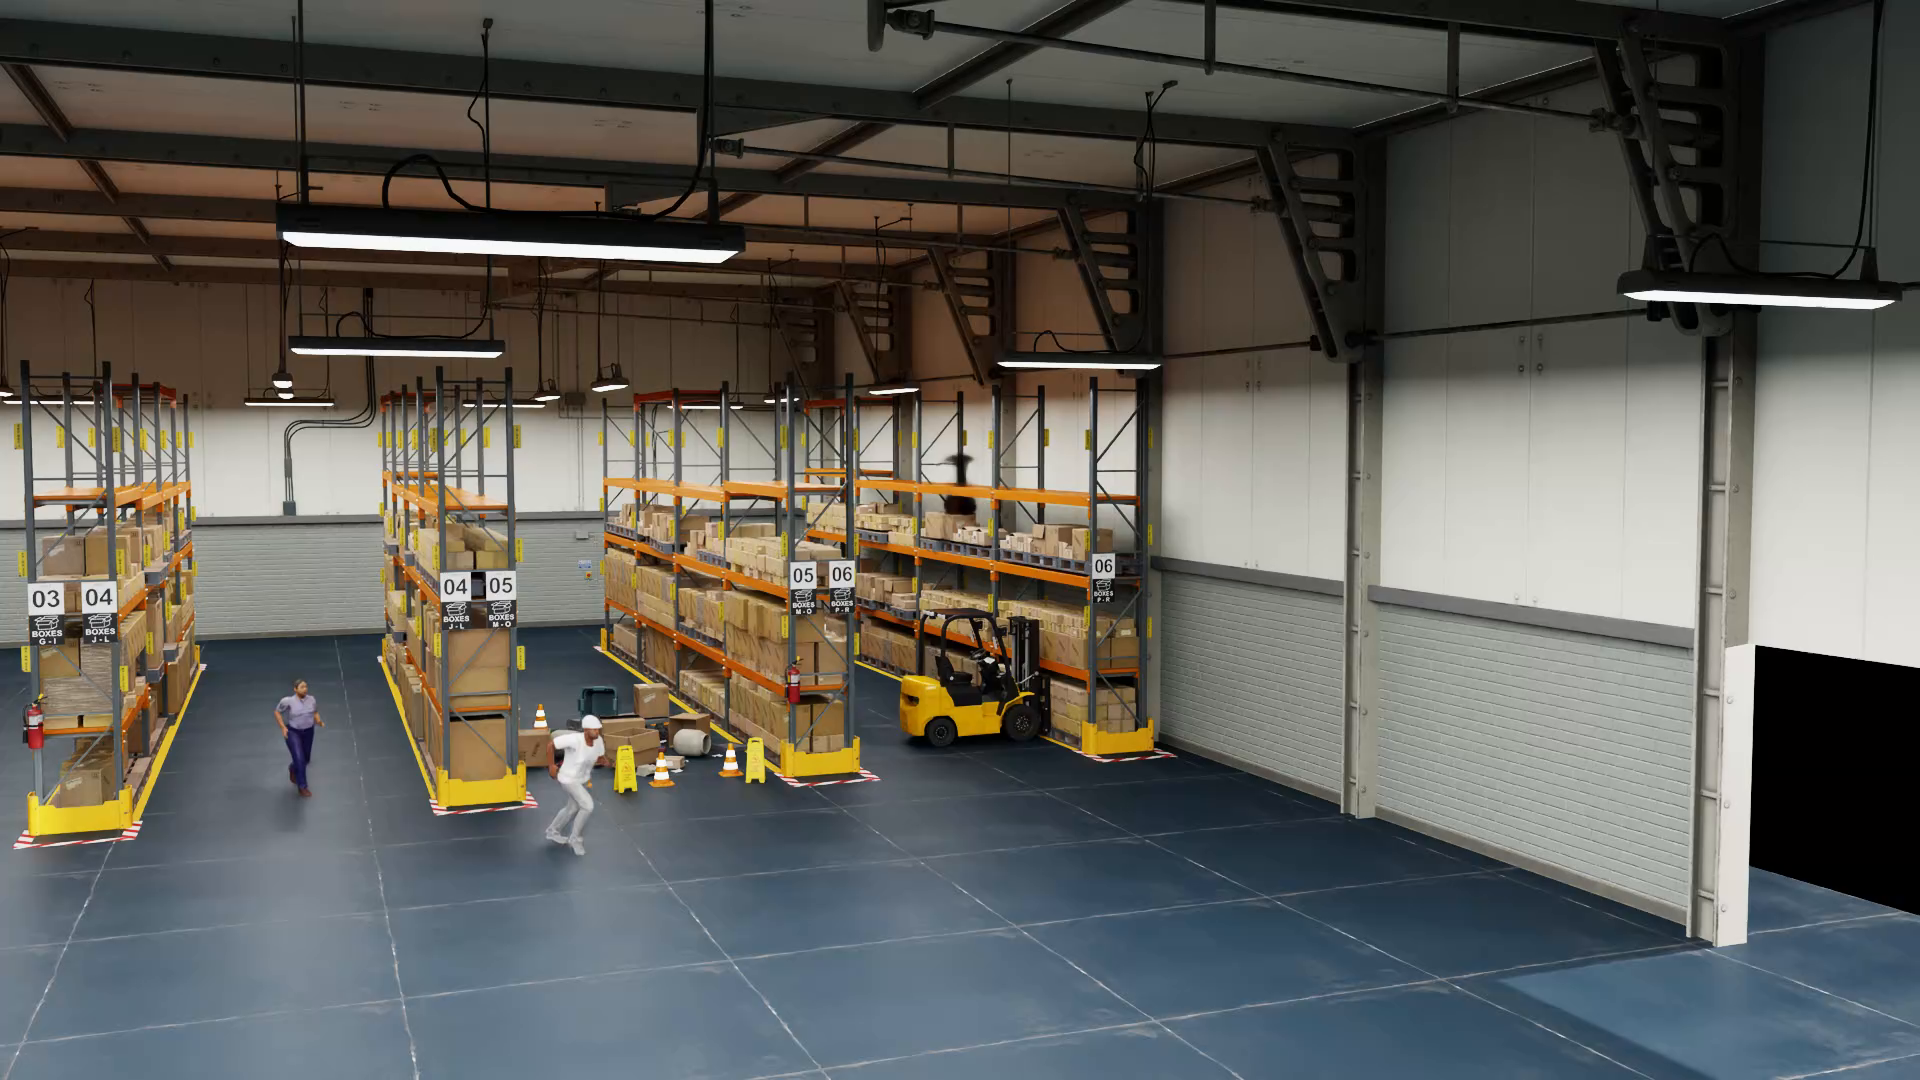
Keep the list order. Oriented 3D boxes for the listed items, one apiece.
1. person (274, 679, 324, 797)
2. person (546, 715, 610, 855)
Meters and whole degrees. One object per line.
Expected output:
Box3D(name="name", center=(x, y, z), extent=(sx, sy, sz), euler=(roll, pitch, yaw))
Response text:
Box3D(name="person", center=(-9.399, 2.786, 23.594), extent=(0.852, 1.659, 0.586), euler=(3, 5, 42))
Box3D(name="person", center=(-4.679, 2.978, 20.203), extent=(0.923, 1.745, 0.734), euler=(2, 4, 28))
